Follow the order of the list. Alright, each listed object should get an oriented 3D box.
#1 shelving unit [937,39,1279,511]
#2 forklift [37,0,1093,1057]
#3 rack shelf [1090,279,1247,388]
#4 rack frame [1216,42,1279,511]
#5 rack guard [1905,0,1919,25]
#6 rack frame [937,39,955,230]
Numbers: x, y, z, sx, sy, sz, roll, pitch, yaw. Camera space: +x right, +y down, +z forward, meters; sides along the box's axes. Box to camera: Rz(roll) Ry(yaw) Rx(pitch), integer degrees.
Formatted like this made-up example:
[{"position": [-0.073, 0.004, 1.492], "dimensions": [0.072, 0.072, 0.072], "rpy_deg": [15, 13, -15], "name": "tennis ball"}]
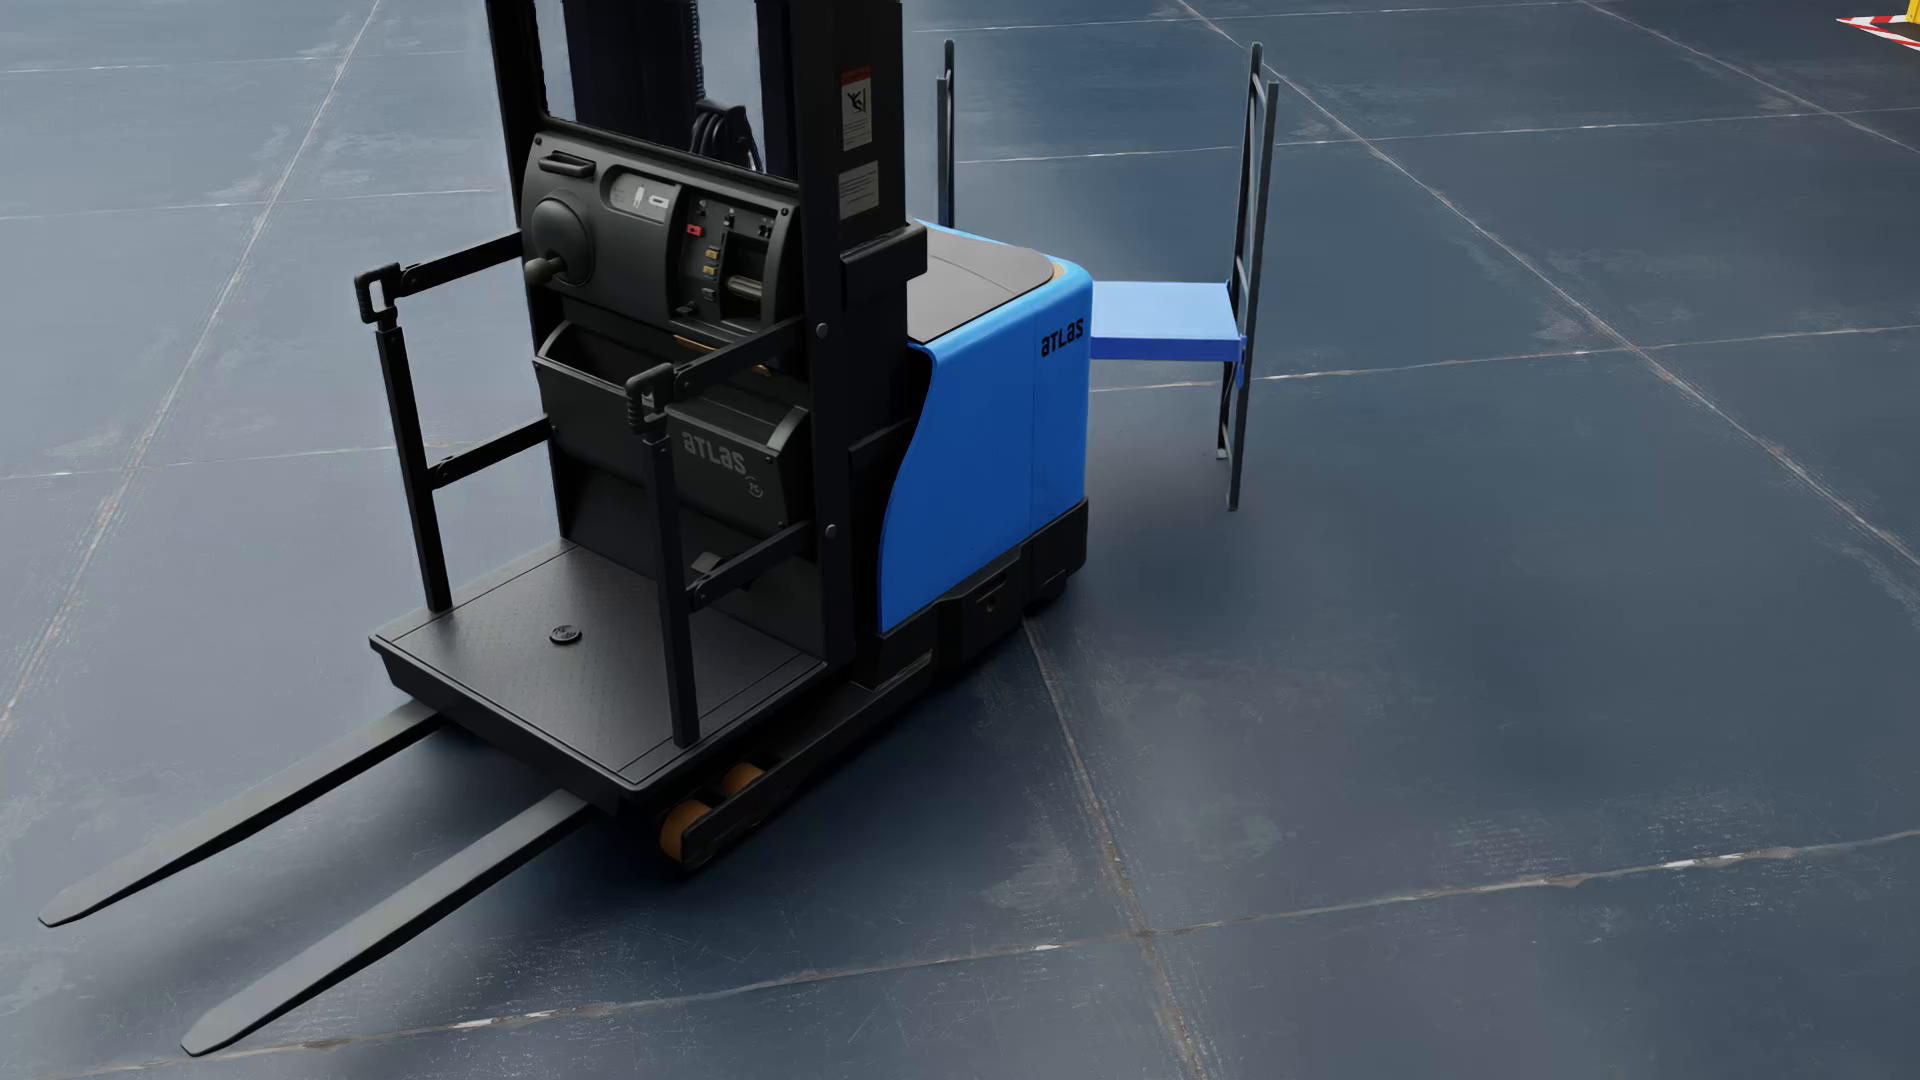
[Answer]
[{"position": [0.463, -0.888, 5.696], "dimensions": [1.048, 1.500, 0.538], "rpy_deg": [1, 30, 2], "name": "shelving unit"}, {"position": [-0.897, -0.715, 3.990], "dimensions": [1.130, 2.935, 3.031], "rpy_deg": [22, 37, 32], "name": "forklift"}, {"position": [0.463, -0.733, 5.787], "dimensions": [1.000, 0.185, 0.538], "rpy_deg": [1, 30, 2], "name": "rack shelf"}, {"position": [0.971, -0.876, 5.677], "dimensions": [0.032, 1.500, 0.500], "rpy_deg": [1, 30, 2], "name": "rack frame"}, {"position": [7.144, -3.745, 11.541], "dimensions": [0.348, 0.500, 1.175], "rpy_deg": [-5, 31, -9], "name": "rack guard"}, {"position": [-0.045, -0.899, 5.715], "dimensions": [0.032, 1.500, 0.500], "rpy_deg": [1, 30, 2], "name": "rack frame"}]
